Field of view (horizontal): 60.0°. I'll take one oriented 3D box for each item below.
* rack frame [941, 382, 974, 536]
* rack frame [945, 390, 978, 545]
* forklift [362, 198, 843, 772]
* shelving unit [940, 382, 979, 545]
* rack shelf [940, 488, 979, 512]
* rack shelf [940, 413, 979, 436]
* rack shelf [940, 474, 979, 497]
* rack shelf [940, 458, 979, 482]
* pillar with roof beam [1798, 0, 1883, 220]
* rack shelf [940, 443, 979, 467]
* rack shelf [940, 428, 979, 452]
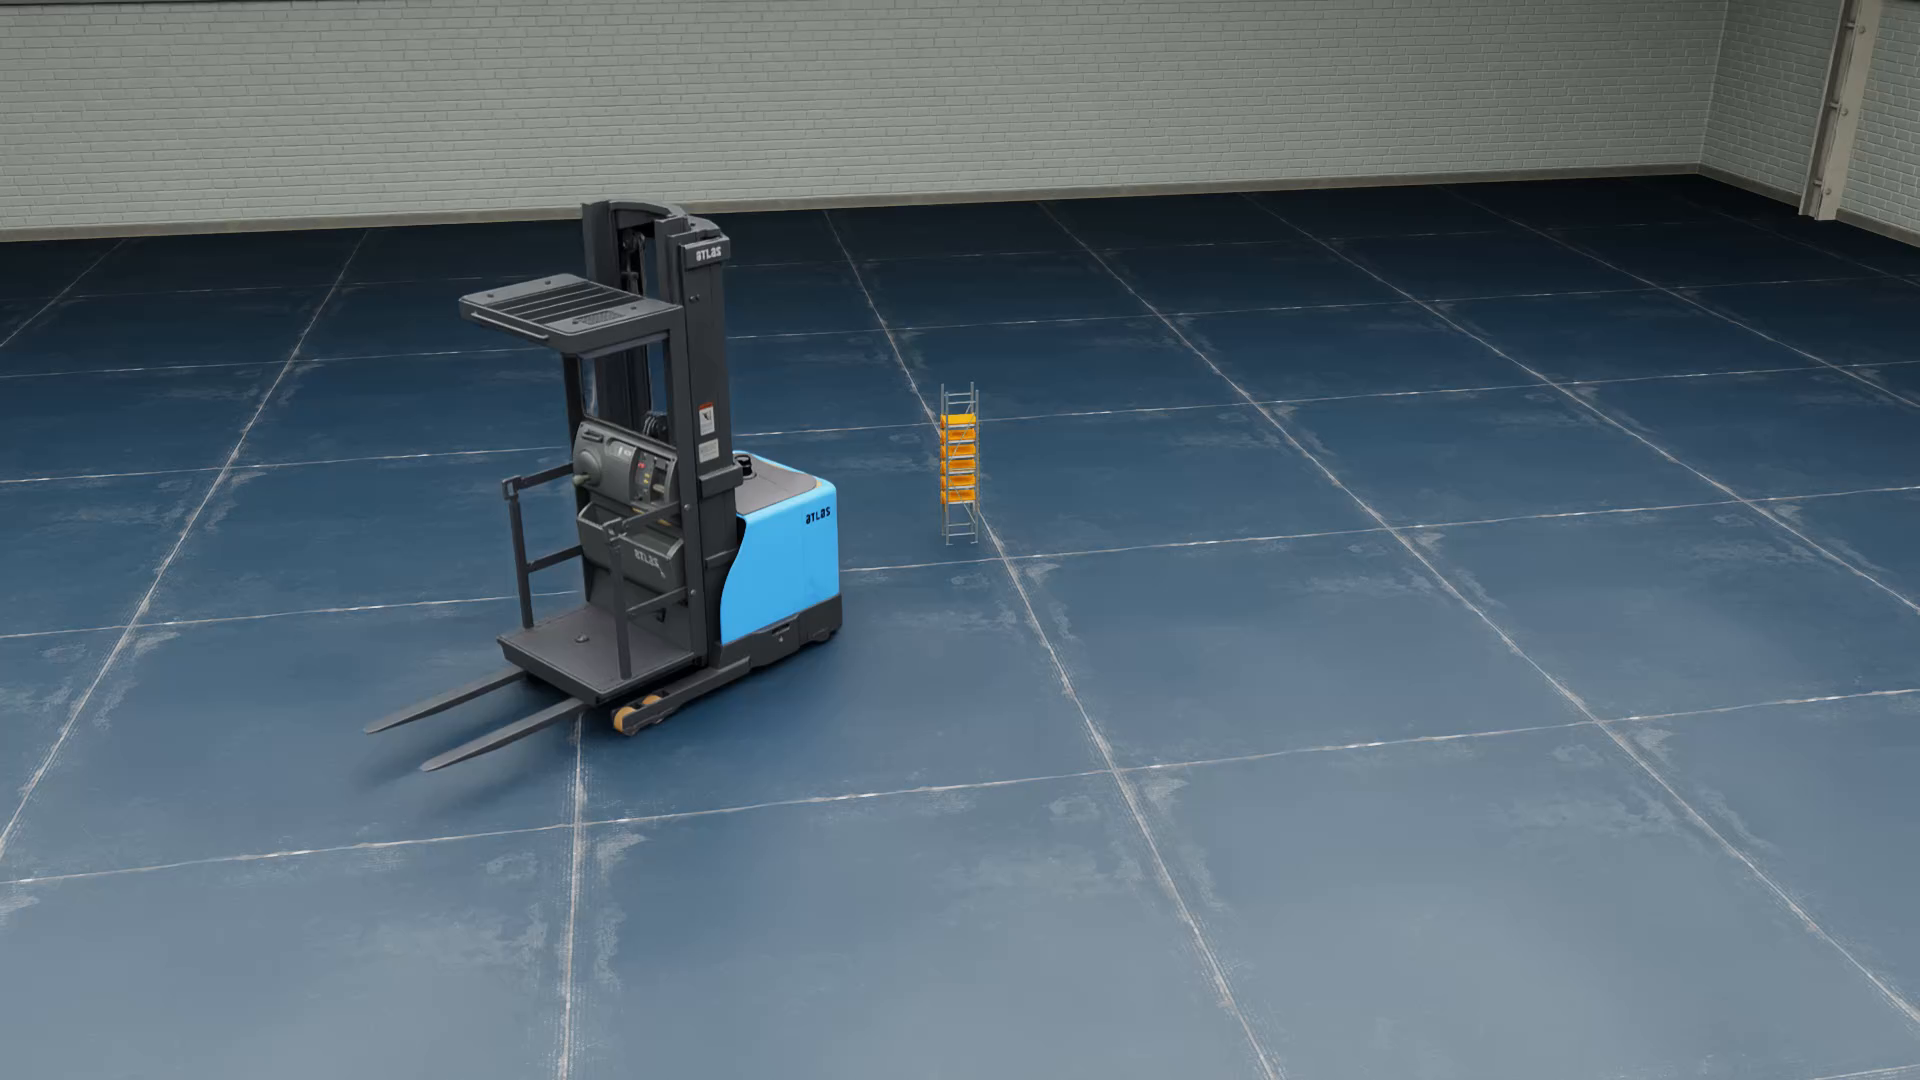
[{"bbox_3d":[-0.020,-0.592,12.348,0.240,1.200,0.006,-4,24,-10],"label":"rack frame"},{"bbox_3d":[0.014,-0.520,12.183,0.240,1.200,0.006,-4,24,-10],"label":"rack frame"},{"bbox_3d":[-2.142,-0.416,9.783,1.130,2.935,3.031,20,31,38],"label":"forklift"},{"bbox_3d":[-0.003,-0.556,12.265,0.258,1.200,0.189,-4,24,-10],"label":"shelving unit"},{"bbox_3d":[-0.003,-0.295,12.379,0.258,0.103,0.180,-4,24,-10],"label":"rack shelf"},{"bbox_3d":[-0.003,-0.845,12.139,0.258,0.103,0.180,-4,24,-10],"label":"rack shelf"},{"bbox_3d":[-0.003,-0.405,12.331,0.258,0.103,0.180,-4,24,-10],"label":"rack shelf"},{"bbox_3d":[-0.003,-0.515,12.283,0.258,0.103,0.180,-4,24,-10],"label":"rack shelf"},{"bbox_3d":[7.383,-8.186,19.992,9.100,9.000,0.400,-4,24,-10],"label":"pillar with roof beam"},{"bbox_3d":[-0.003,-0.625,12.235,0.258,0.103,0.180,-4,24,-10],"label":"rack shelf"},{"bbox_3d":[-0.003,-0.735,12.187,0.258,0.103,0.180,-4,24,-10],"label":"rack shelf"}]
